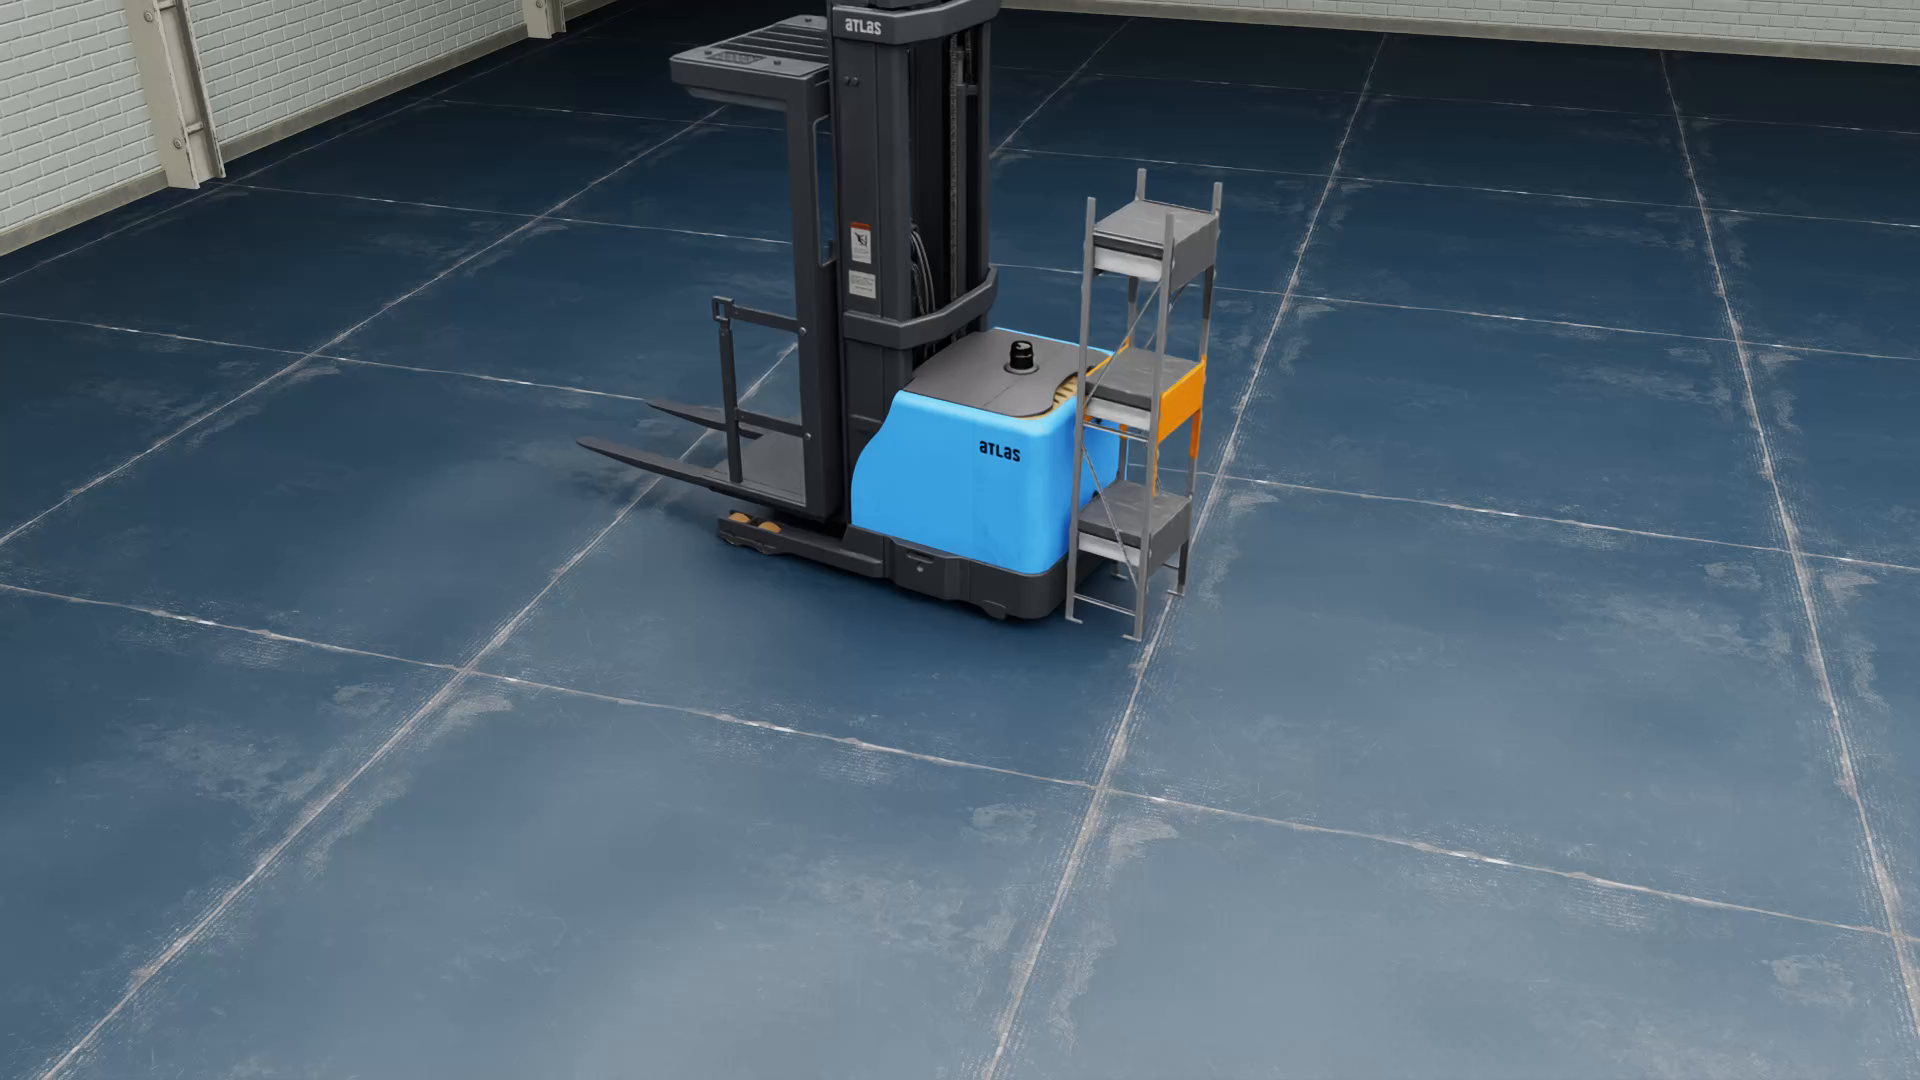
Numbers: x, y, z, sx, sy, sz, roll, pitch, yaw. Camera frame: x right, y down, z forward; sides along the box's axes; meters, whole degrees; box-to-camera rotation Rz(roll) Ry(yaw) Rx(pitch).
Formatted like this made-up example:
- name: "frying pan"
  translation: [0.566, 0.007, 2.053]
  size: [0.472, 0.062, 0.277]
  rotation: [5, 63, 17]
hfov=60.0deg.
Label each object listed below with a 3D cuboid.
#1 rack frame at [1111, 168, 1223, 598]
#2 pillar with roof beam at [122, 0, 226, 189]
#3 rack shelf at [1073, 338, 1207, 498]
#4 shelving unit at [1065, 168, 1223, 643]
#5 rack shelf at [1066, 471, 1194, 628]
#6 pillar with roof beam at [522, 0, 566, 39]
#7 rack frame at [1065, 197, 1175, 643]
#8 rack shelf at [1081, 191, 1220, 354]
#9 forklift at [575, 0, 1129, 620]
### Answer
- name: "rack frame"
  translation: [0.951, -0.683, 7.811]
  size: [0.400, 2.100, 0.015]
  rotation: [17, 33, 26]
- name: "pillar with roof beam"
  translation: [-2.452, -6.406, 11.009]
  size: [9.100, 9.000, 0.400]
  rotation: [8, 30, 15]
- name: "rack shelf"
  translation: [0.824, -0.570, 7.635]
  size: [0.431, 0.518, 0.480]
  rotation: [17, 33, 26]
- name: "shelving unit"
  translation: [0.824, -0.582, 7.629]
  size: [0.431, 2.100, 0.503]
  rotation: [17, 33, 26]
- name: "rack shelf"
  translation: [0.815, 0.039, 7.981]
  size: [0.431, 0.518, 0.480]
  rotation: [17, 33, 26]
- name: "pillar with roof beam"
  translation: [-0.691, -9.194, 16.021]
  size: [9.100, 9.000, 0.400]
  rotation: [8, 30, 15]
- name: "rack frame"
  translation: [0.697, -0.480, 7.447]
  size: [0.400, 2.100, 0.015]
  rotation: [17, 33, 26]
- name: "rack shelf"
  translation: [0.833, -1.179, 7.290]
  size: [0.431, 0.518, 0.480]
  rotation: [17, 33, 26]
- name: "forklift"
  translation: [-0.673, -1.410, 8.270]
  size: [3.031, 2.935, 1.130]
  rotation: [16, 33, 26]
